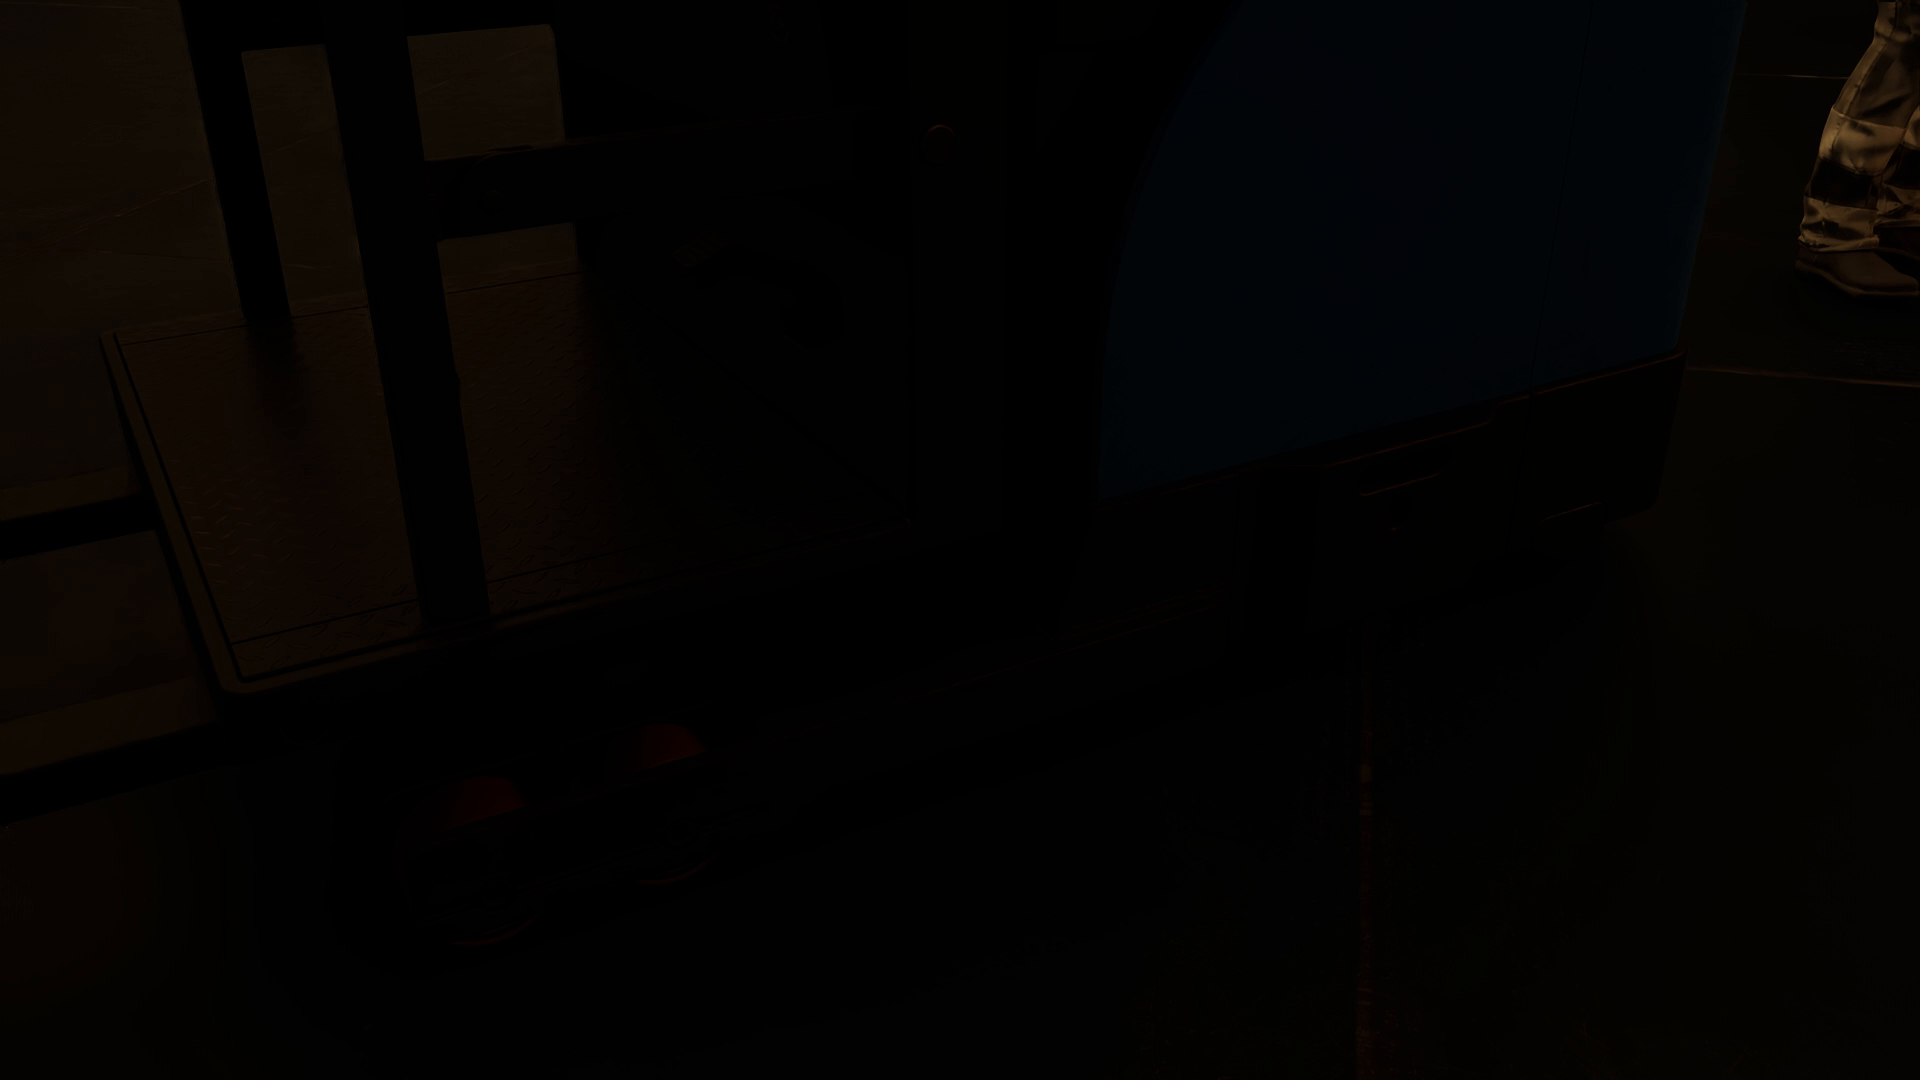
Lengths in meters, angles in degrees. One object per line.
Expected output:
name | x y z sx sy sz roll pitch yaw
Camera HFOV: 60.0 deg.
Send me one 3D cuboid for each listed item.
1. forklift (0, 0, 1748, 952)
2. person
forklift | -0.493 -1.170 1.565 3.031 2.935 1.130 -15 30 -27
person | 2.057 -1.394 3.294 0.612 1.778 0.451 -19 33 -33
